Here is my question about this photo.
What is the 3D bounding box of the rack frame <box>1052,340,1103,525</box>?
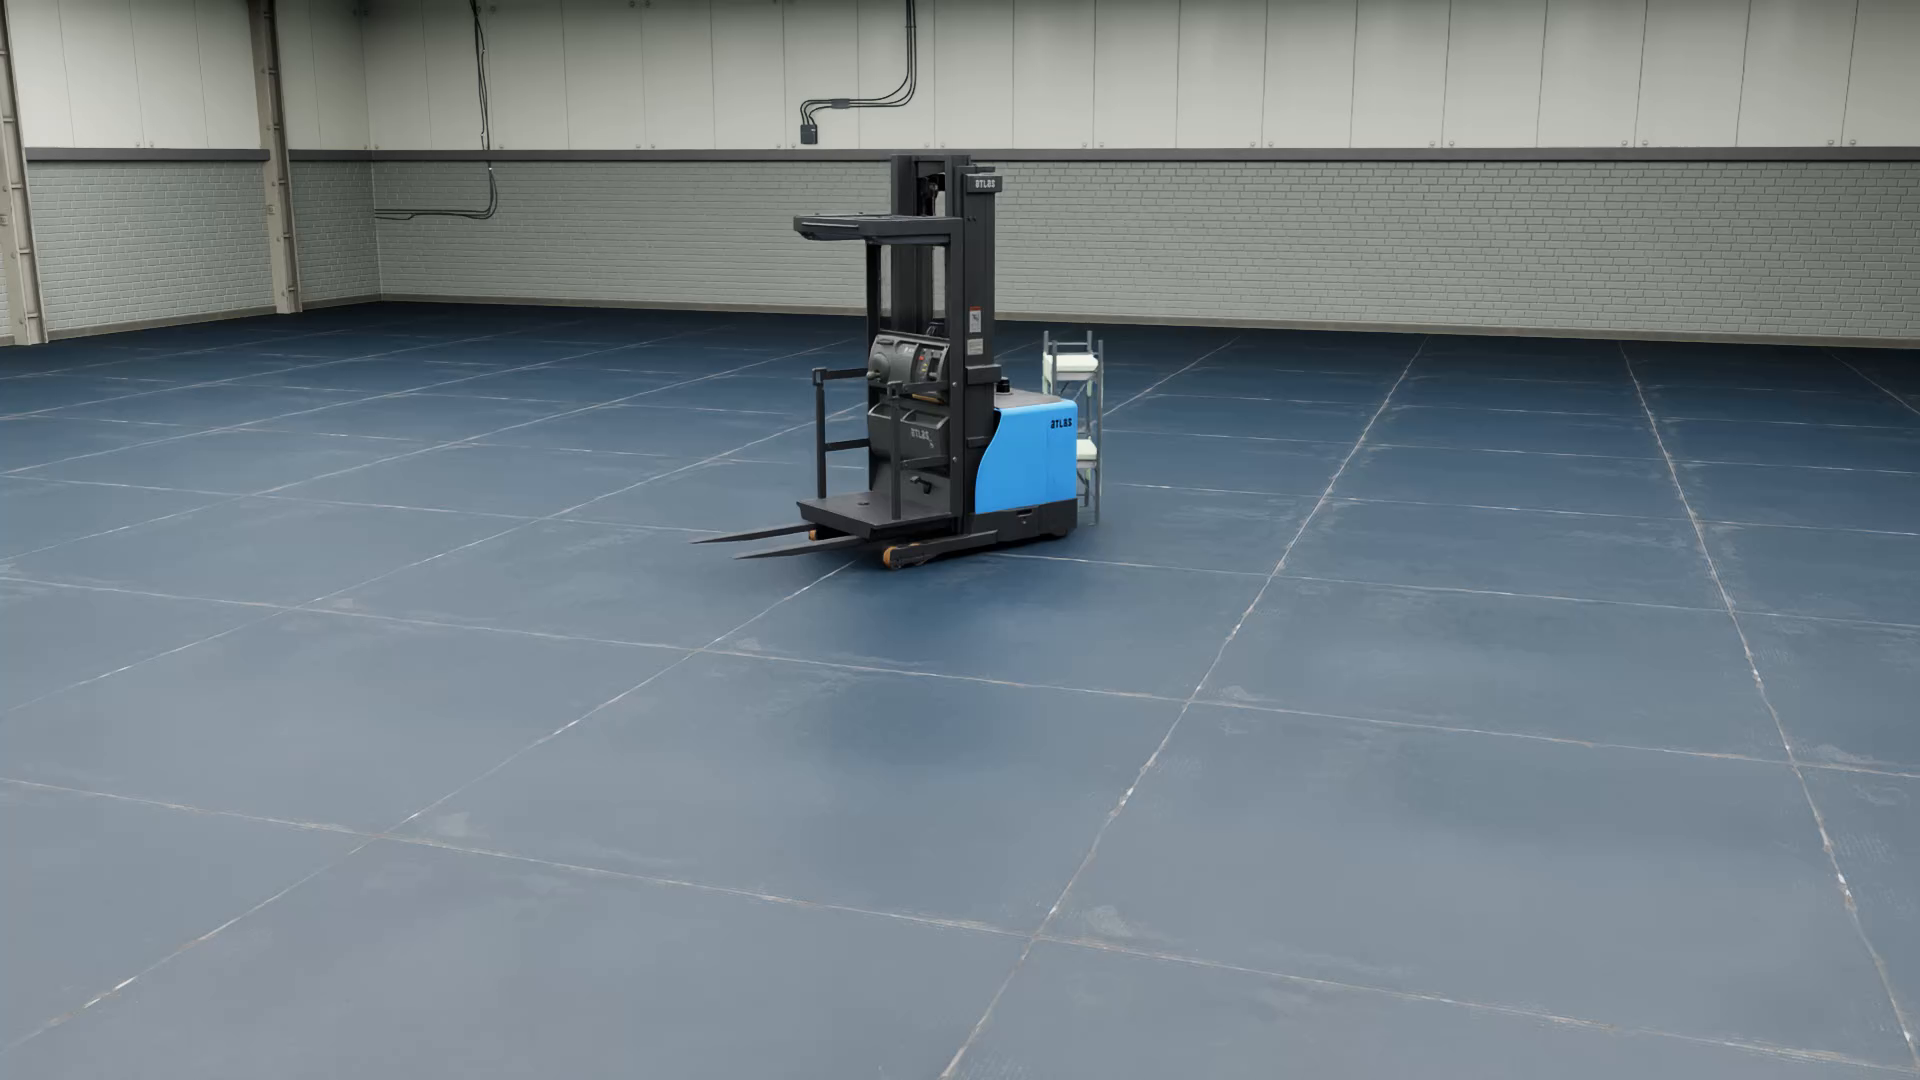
[{"bbox_3d":[0.933,-0.853,13.353,0.400,1.500,0.023,-1,13,-2],"label":"rack frame"}]

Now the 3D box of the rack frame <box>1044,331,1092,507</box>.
[{"bbox_3d":[0.902,-1.015,14.066,0.400,1.500,0.023,-1,13,-2],"label":"rack frame"}]

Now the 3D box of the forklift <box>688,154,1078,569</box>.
[{"bbox_3d":[-0.551,-1.349,12.313,3.031,2.935,1.130,-10,16,-36],"label":"forklift"}]

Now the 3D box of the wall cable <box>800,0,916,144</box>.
[{"bbox_3d":[-1.904,-10.323,30.351,2.305,6.003,0.169,4,14,18],"label":"wall cable"}]

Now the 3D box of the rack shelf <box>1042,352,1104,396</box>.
[{"bbox_3d":[0.917,-1.315,13.623,0.431,0.370,0.720,-1,13,-2],"label":"rack shelf"}]

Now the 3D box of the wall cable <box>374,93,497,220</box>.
[{"bbox_3d":[-10.882,-7.838,34.085,3.097,2.526,0.112,4,14,18],"label":"wall cable"}]

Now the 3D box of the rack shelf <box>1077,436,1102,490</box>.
[{"bbox_3d":[0.917,-0.616,13.783,0.431,0.370,0.720,-1,13,-2],"label":"rack shelf"}]

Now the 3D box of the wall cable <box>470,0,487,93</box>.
[{"bbox_3d":[-8.322,-10.106,32.669,3.097,2.526,0.112,4,14,18],"label":"wall cable"}]

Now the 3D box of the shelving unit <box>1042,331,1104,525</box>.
[{"bbox_3d":[0.917,-0.934,13.710,0.431,1.500,0.755,-1,13,-2],"label":"shelving unit"}]

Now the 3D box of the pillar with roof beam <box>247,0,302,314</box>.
[{"bbox_3d":[-9.013,-8.517,30.081,9.100,9.000,0.400,4,14,18],"label":"pillar with roof beam"}]

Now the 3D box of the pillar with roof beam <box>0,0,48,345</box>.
[{"bbox_3d":[-10.954,-7.254,24.546,9.100,9.000,0.400,4,14,18],"label":"pillar with roof beam"}]
